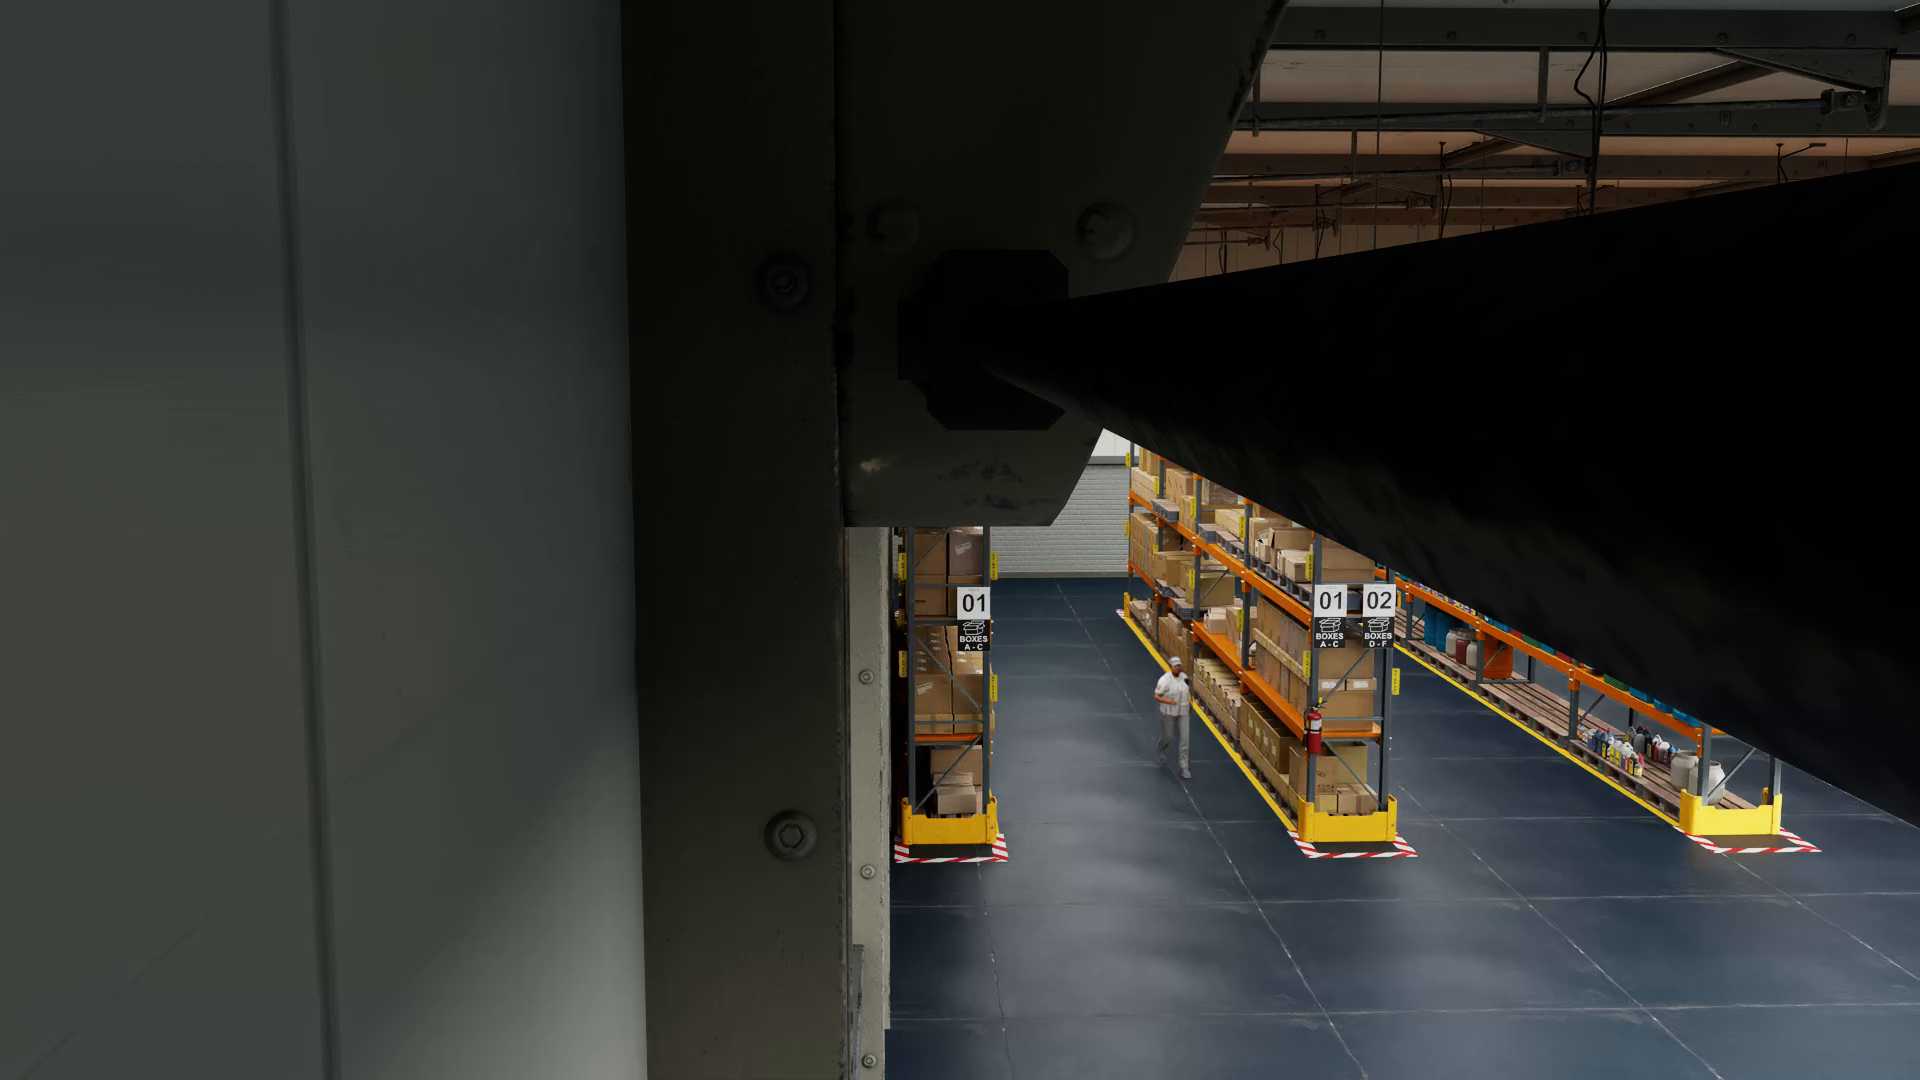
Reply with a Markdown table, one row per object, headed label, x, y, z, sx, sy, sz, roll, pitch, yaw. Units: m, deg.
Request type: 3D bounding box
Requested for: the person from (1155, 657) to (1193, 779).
| label | x | y | z | sx | sy | sz | roll | pitch | yaw |
| --- | --- | --- | --- | --- | --- | --- | --- | --- | --- |
| person | 3.050 | 2.477 | 23.662 | 0.609 | 1.667 | 0.921 | -2 | 8 | -14 |
